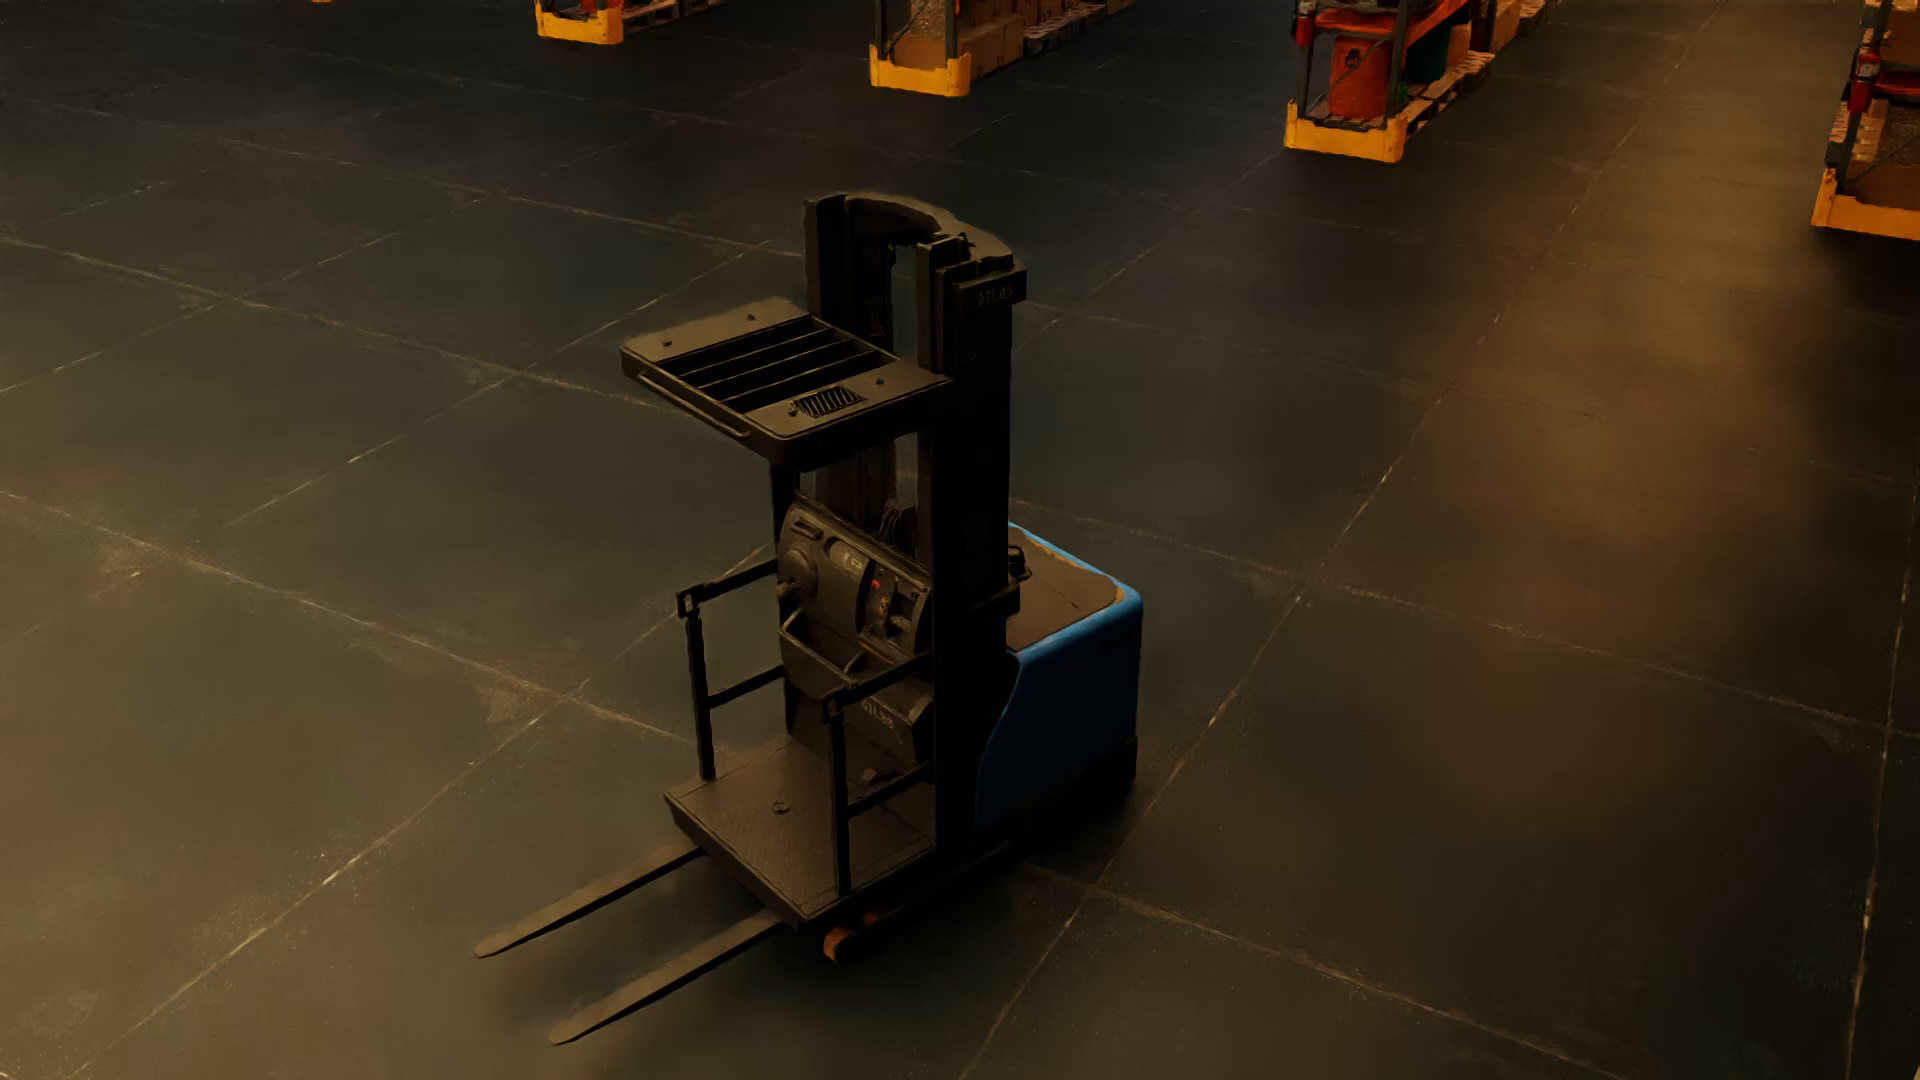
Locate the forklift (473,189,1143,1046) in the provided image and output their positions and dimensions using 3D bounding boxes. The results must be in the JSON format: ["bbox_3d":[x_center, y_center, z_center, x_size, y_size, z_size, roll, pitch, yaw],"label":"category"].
[{"bbox_3d":[-0.604,0.203,6.719,3.031,2.935,1.130,-24,37,-35],"label":"forklift"}]
